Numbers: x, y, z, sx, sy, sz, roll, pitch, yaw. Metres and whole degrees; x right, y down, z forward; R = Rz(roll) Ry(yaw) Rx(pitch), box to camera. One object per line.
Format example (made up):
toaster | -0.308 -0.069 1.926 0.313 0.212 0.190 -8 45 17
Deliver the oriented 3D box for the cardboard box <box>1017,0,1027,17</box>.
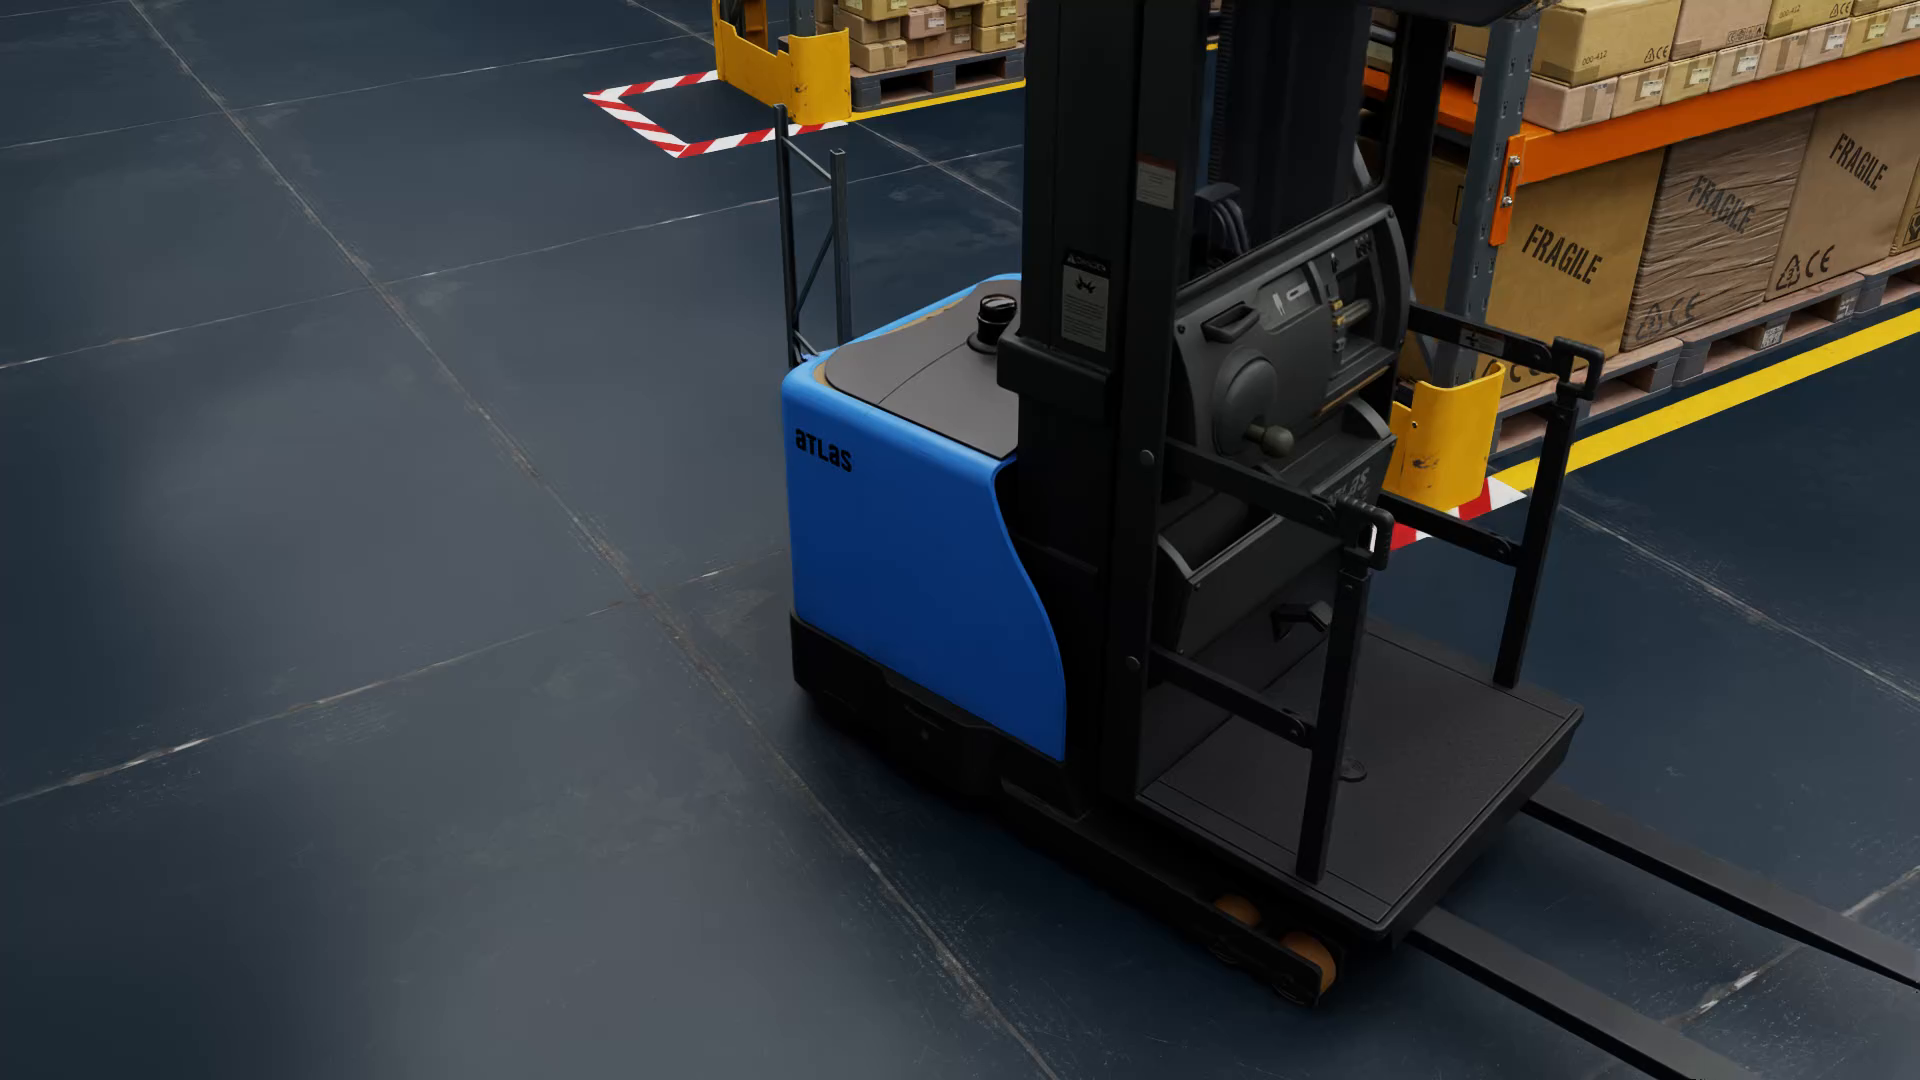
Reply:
cardboard box | 0.316 -3.353 10.253 0.250 0.149 0.380 -21 38 -29

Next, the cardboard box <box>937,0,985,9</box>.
cardboard box | -0.056 -3.281 9.861 0.250 0.149 0.380 -19 37 -27

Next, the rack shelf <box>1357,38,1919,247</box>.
rack shelf | 3.155 -1.930 6.673 4.000 0.370 1.077 -19 37 -27

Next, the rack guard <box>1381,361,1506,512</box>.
rack guard | 1.454 -0.592 6.220 0.348 0.500 1.175 -19 37 -27

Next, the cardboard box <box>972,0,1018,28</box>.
cardboard box | 0.144 -3.234 10.064 0.250 0.149 0.380 -18 36 -26

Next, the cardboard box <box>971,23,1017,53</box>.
cardboard box | 0.140 -3.102 10.134 0.250 0.149 0.380 -18 37 -27

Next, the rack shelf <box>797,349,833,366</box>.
rack shelf | 0.014 -0.532 5.525 1.000 0.185 0.538 -14 35 -22

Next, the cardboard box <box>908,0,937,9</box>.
cardboard box | -0.337 -3.266 9.837 0.250 0.149 0.380 -18 37 -26

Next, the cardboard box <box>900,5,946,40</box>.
cardboard box | -0.288 -3.098 9.849 0.250 0.149 0.380 -19 37 -27

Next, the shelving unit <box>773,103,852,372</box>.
shelving unit | 0.014 -0.684 5.429 1.048 1.500 0.538 -14 35 -22

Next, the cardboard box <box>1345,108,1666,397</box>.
cardboard box | 1.969 -1.156 6.369 0.875 0.875 0.875 -19 37 -27

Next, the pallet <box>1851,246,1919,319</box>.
pallet | 4.155 -1.449 7.849 1.213 0.211 1.003 -19 37 -27

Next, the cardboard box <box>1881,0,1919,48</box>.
cardboard box | 3.463 -2.027 6.387 0.250 0.149 0.380 -18 37 -27

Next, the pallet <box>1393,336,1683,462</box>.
pallet | 2.104 -0.743 6.730 1.213 0.211 1.003 -19 37 -27

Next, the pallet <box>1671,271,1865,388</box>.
pallet | 3.128 -1.094 7.286 1.213 0.211 1.003 -19 37 -27

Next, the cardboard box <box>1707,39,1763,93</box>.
cardboard box | 2.600 -1.730 5.916 0.250 0.149 0.380 -20 37 -28

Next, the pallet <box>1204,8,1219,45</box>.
pallet | 1.688 -3.677 11.381 1.213 0.211 1.003 -19 37 -27

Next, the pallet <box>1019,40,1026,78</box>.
pallet | 0.662 -3.322 10.818 1.213 0.211 1.003 -19 37 -27

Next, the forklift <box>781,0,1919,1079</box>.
forklift | 0.937 -0.448 3.713 3.031 2.935 1.130 25 40 34

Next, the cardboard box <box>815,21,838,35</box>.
cardboard box | -0.799 -3.127 10.175 0.250 0.149 0.380 -18 37 -26

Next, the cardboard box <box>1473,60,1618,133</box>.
cardboard box | 1.951 -1.505 5.559 0.250 0.149 0.380 -19 37 -27

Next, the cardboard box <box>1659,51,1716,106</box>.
cardboard box | 2.381 -1.654 5.796 0.250 0.149 0.380 -20 37 -28

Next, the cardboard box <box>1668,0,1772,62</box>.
cardboard box | 2.457 -1.890 5.796 0.500 0.250 0.500 -19 37 -28

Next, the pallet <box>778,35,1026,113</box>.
pallet | -0.363 -2.971 10.263 1.213 0.211 1.003 -19 37 -27

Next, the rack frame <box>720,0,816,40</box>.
rack frame | -1.128 -3.910 9.137 0.127 3.000 1.000 -19 37 -27

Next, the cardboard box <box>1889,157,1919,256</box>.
cardboard box | 4.238 -1.937 7.607 0.875 0.875 0.875 -19 37 -27

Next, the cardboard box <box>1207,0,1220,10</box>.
cardboard box | 1.638 -3.629 10.970 0.250 0.149 0.380 -20 38 -29

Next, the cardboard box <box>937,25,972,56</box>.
cardboard box | -0.134 -3.077 10.095 0.250 0.149 0.380 -19 37 -27

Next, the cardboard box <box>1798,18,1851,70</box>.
cardboard box | 3.031 -1.878 6.150 0.250 0.149 0.380 -19 37 -28

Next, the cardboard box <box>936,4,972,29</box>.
cardboard box | -0.130 -3.208 10.024 0.250 0.149 0.380 -18 37 -27

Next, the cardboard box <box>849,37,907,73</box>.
cardboard box | -0.515 -2.890 9.798 0.250 0.149 0.380 -18 37 -26

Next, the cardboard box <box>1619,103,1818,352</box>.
cardboard box | 2.733 -1.419 6.786 0.875 0.875 0.875 -19 37 -27

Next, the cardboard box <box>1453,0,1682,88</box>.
cardboard box | 2.024 -1.736 5.553 0.500 0.250 0.500 -20 37 -28

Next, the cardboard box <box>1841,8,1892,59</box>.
cardboard box | 3.243 -1.950 6.265 0.250 0.149 0.380 -20 37 -28

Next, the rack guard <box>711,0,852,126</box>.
rack guard | -1.065 -2.875 9.838 0.348 0.500 1.175 -19 37 -27

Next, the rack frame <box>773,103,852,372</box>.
rack frame | -0.443 -0.566 5.242 0.032 1.500 0.500 -14 35 -22

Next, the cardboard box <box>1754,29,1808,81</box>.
cardboard box | 2.814 -1.803 6.032 0.250 0.149 0.380 -20 37 -28

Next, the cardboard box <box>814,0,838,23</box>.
cardboard box | -0.839 -3.288 10.151 0.250 0.149 0.380 -20 37 -29

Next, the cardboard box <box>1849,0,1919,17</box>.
cardboard box | 3.317 -2.187 6.266 0.500 0.250 0.500 -20 37 -28

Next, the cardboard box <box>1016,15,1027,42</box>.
cardboard box | 0.303 -3.218 10.318 0.250 0.149 0.380 -19 37 -27

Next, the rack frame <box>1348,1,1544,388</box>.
rack frame | 1.474 -1.656 5.564 0.127 3.000 1.000 -19 37 -27

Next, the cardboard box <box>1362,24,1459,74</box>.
cardboard box | 1.595 -1.801 6.029 0.250 0.149 0.380 -18 37 -26

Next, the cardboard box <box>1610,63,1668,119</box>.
cardboard box | 2.166 -1.580 5.678 0.250 0.149 0.380 -20 37 -28

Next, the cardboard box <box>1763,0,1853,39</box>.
cardboard box | 2.881 -2.033 6.024 0.500 0.250 0.500 -20 38 -29

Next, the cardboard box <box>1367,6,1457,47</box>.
cardboard box | 1.738 -1.978 5.936 0.500 0.250 0.500 -20 37 -28

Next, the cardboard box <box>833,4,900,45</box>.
cardboard box | -0.549 -3.044 9.763 0.250 0.149 0.380 -17 36 -25

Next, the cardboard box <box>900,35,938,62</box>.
cardboard box | -0.339 -3.002 9.976 0.250 0.149 0.380 -19 37 -27

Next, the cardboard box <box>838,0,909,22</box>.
cardboard box | -0.504 -3.132 9.625 0.250 0.149 0.380 -21 38 -29

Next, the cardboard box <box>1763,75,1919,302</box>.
cardboard box | 3.481 -1.677 7.194 0.875 0.875 0.875 -19 37 -27
